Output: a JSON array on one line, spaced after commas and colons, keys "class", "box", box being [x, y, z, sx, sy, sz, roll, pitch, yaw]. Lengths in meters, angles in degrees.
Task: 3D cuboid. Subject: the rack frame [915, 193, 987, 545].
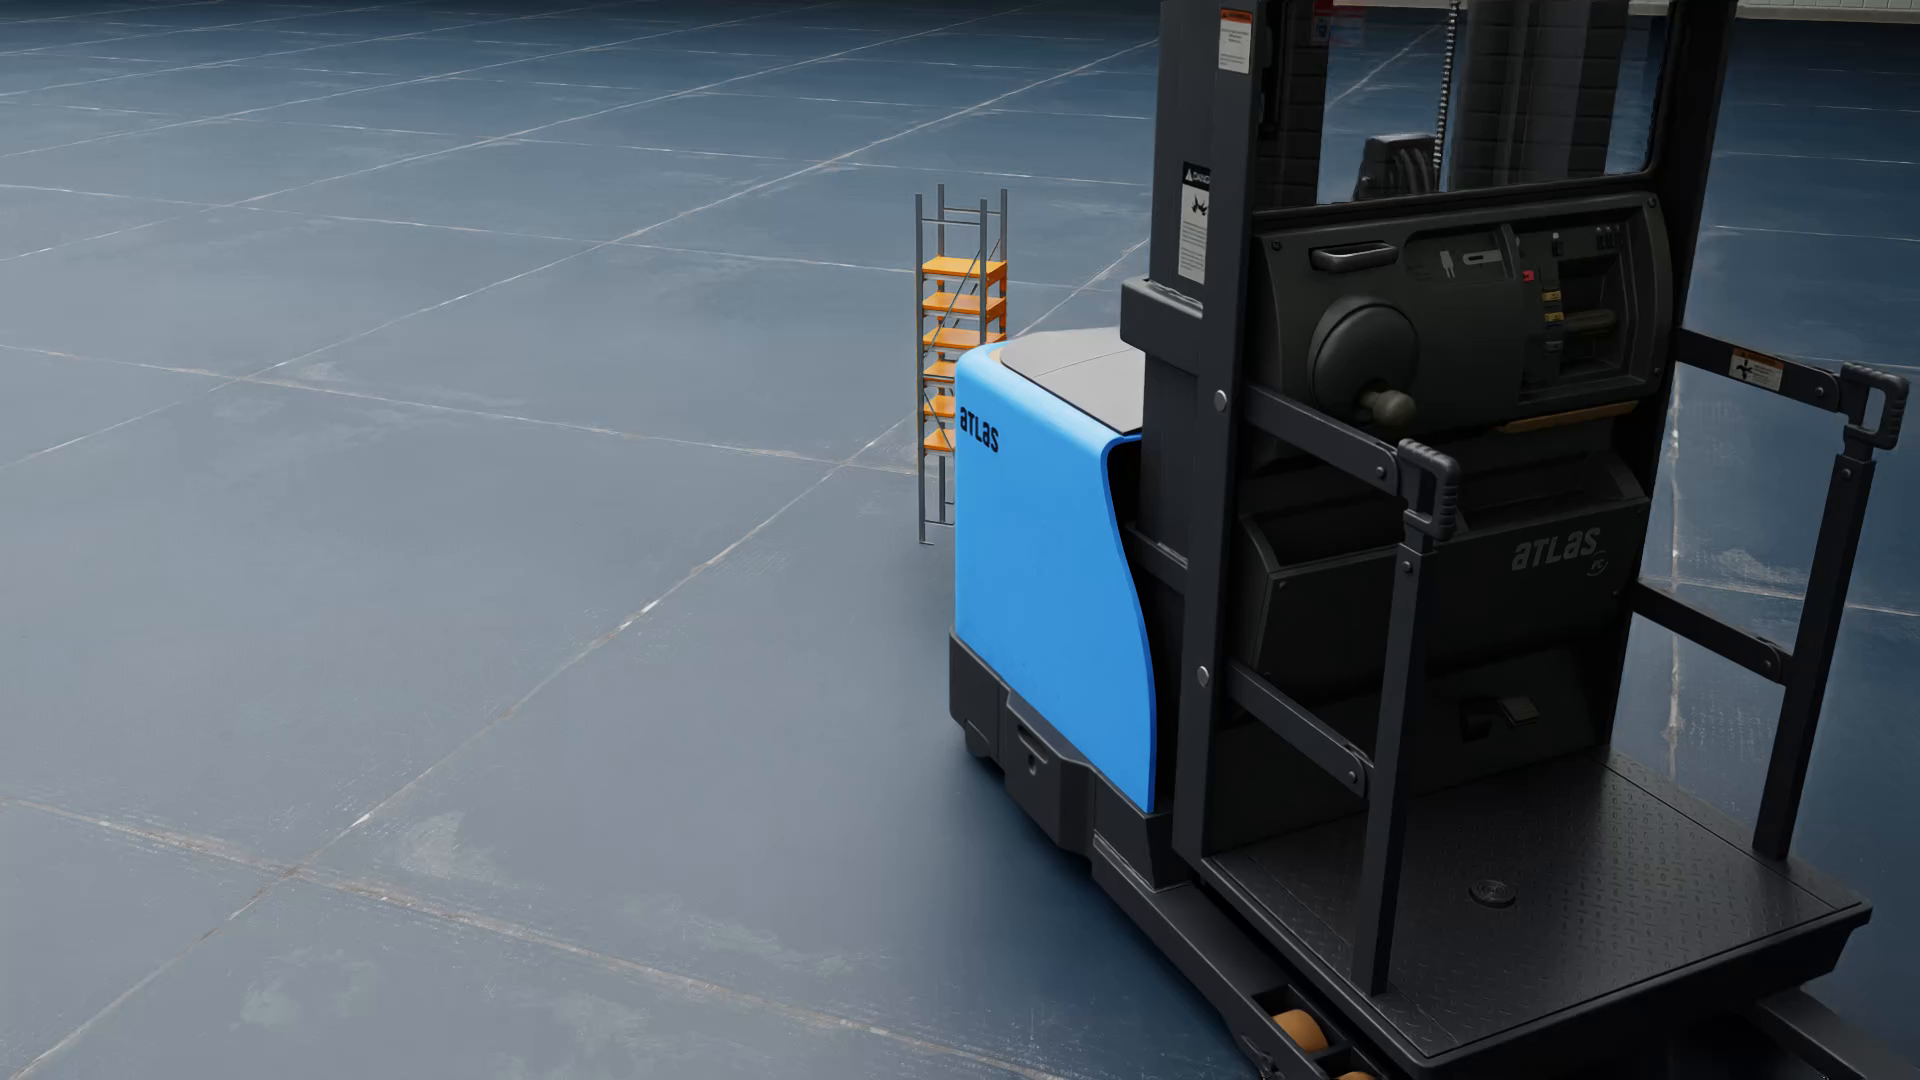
[{"class": "rack frame", "box": [-0.029, -0.526, 5.453, 0.240, 1.200, 0.006, 9, 24, 20]}]

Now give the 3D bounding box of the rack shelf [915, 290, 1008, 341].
[{"class": "rack shelf", "box": [0.005, -0.739, 5.456, 0.258, 0.103, 0.180, 9, 24, 20]}]

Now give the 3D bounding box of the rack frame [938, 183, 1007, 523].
[{"class": "rack frame", "box": [0.039, -0.592, 5.610, 0.240, 1.200, 0.006, 9, 24, 20]}]

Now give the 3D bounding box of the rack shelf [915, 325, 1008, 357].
[{"class": "rack shelf", "box": [0.005, -0.629, 5.502, 0.258, 0.103, 0.180, 9, 24, 20]}]

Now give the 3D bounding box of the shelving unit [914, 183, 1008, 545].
[{"class": "shelving unit", "box": [0.005, -0.559, 5.531, 0.258, 1.200, 0.189, 9, 24, 20]}]

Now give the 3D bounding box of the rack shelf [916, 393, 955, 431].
[{"class": "rack shelf", "box": [0.005, -0.407, 5.595, 0.258, 0.103, 0.180, 9, 24, 20]}]

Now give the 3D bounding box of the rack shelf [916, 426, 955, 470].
[{"class": "rack shelf", "box": [0.005, -0.296, 5.641, 0.258, 0.103, 0.180, 9, 24, 20]}]

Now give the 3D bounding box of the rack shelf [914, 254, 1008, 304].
[{"class": "rack shelf", "box": [0.005, -0.850, 5.410, 0.258, 0.103, 0.180, 9, 24, 20]}]

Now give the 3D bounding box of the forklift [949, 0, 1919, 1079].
[{"class": "forklift", "box": [1.053, -0.406, 2.919, 1.130, 2.935, 3.031, -10, 25, -23]}]

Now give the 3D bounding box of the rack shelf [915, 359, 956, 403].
[{"class": "rack shelf", "box": [0.005, -0.518, 5.548, 0.258, 0.103, 0.180, 9, 24, 20]}]
